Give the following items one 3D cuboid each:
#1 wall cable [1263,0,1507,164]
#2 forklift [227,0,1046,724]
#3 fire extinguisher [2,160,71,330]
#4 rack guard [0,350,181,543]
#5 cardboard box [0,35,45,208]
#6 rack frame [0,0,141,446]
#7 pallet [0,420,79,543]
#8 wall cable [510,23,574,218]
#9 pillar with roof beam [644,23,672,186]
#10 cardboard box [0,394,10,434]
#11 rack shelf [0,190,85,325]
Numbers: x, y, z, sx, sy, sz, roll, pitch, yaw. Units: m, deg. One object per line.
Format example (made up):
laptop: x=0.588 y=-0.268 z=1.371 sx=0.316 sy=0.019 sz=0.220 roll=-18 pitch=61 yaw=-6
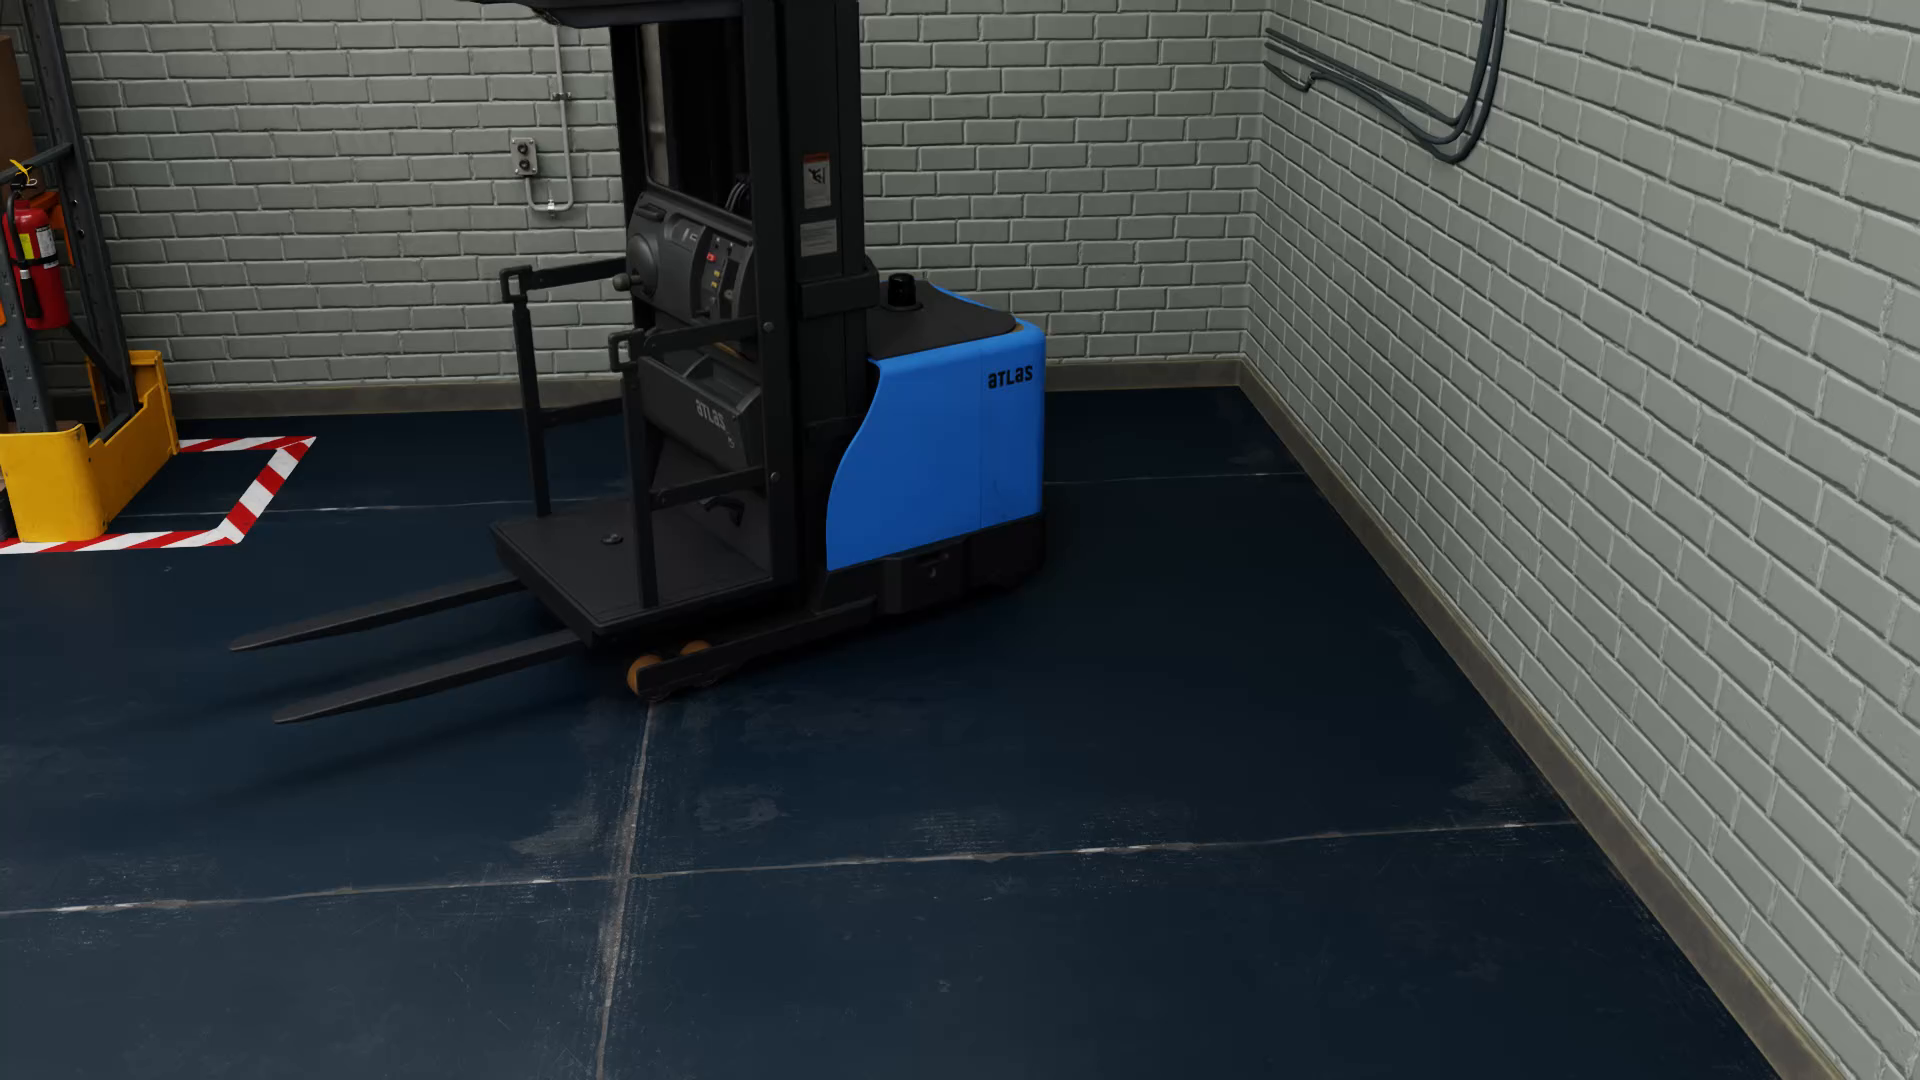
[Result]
wall cable: x=1.651 y=-3.001 z=6.744 sx=0.112 sy=2.526 sz=3.097 roll=-2 pitch=24 yaw=-5
forklift: x=-1.152 y=-1.004 z=5.900 sx=3.031 sy=2.935 sz=1.130 roll=-16 pitch=28 yaw=-31
fire extinguisher: x=-3.817 y=-1.210 z=6.835 sx=0.183 sy=0.674 sz=0.296 roll=-2 pitch=24 yaw=-5
rack guard: x=-3.989 y=-0.455 z=7.659 sx=0.348 sy=0.500 sz=1.175 roll=-2 pitch=24 yaw=-5
cardboard box: x=-4.519 y=-1.709 z=7.033 sx=0.700 sy=0.700 sz=0.980 roll=-1 pitch=24 yaw=-3
rack frame: x=-4.013 y=-1.597 z=7.149 sx=0.127 sy=3.000 sz=1.000 roll=-2 pitch=24 yaw=-5
pallet: x=-4.801 y=-0.259 z=7.573 sx=1.213 sy=0.211 sz=1.003 roll=-2 pitch=24 yaw=-5
wall cable: x=-2.831 y=-2.494 z=7.918 sx=1.851 sy=1.984 sz=0.084 roll=-2 pitch=24 yaw=-5
pillar with roof beam: x=-0.988 y=-3.055 z=3.045 sx=0.400 sy=9.000 sz=9.100 roll=-2 pitch=24 yaw=-5
cardboard box: x=-4.700 y=-0.578 z=7.418 sx=0.500 sy=0.500 sz=0.700 roll=-2 pitch=24 yaw=-5
rack shelf: x=-6.003 y=-1.188 z=7.116 sx=4.000 sy=0.370 sz=1.077 roll=-2 pitch=24 yaw=-5
